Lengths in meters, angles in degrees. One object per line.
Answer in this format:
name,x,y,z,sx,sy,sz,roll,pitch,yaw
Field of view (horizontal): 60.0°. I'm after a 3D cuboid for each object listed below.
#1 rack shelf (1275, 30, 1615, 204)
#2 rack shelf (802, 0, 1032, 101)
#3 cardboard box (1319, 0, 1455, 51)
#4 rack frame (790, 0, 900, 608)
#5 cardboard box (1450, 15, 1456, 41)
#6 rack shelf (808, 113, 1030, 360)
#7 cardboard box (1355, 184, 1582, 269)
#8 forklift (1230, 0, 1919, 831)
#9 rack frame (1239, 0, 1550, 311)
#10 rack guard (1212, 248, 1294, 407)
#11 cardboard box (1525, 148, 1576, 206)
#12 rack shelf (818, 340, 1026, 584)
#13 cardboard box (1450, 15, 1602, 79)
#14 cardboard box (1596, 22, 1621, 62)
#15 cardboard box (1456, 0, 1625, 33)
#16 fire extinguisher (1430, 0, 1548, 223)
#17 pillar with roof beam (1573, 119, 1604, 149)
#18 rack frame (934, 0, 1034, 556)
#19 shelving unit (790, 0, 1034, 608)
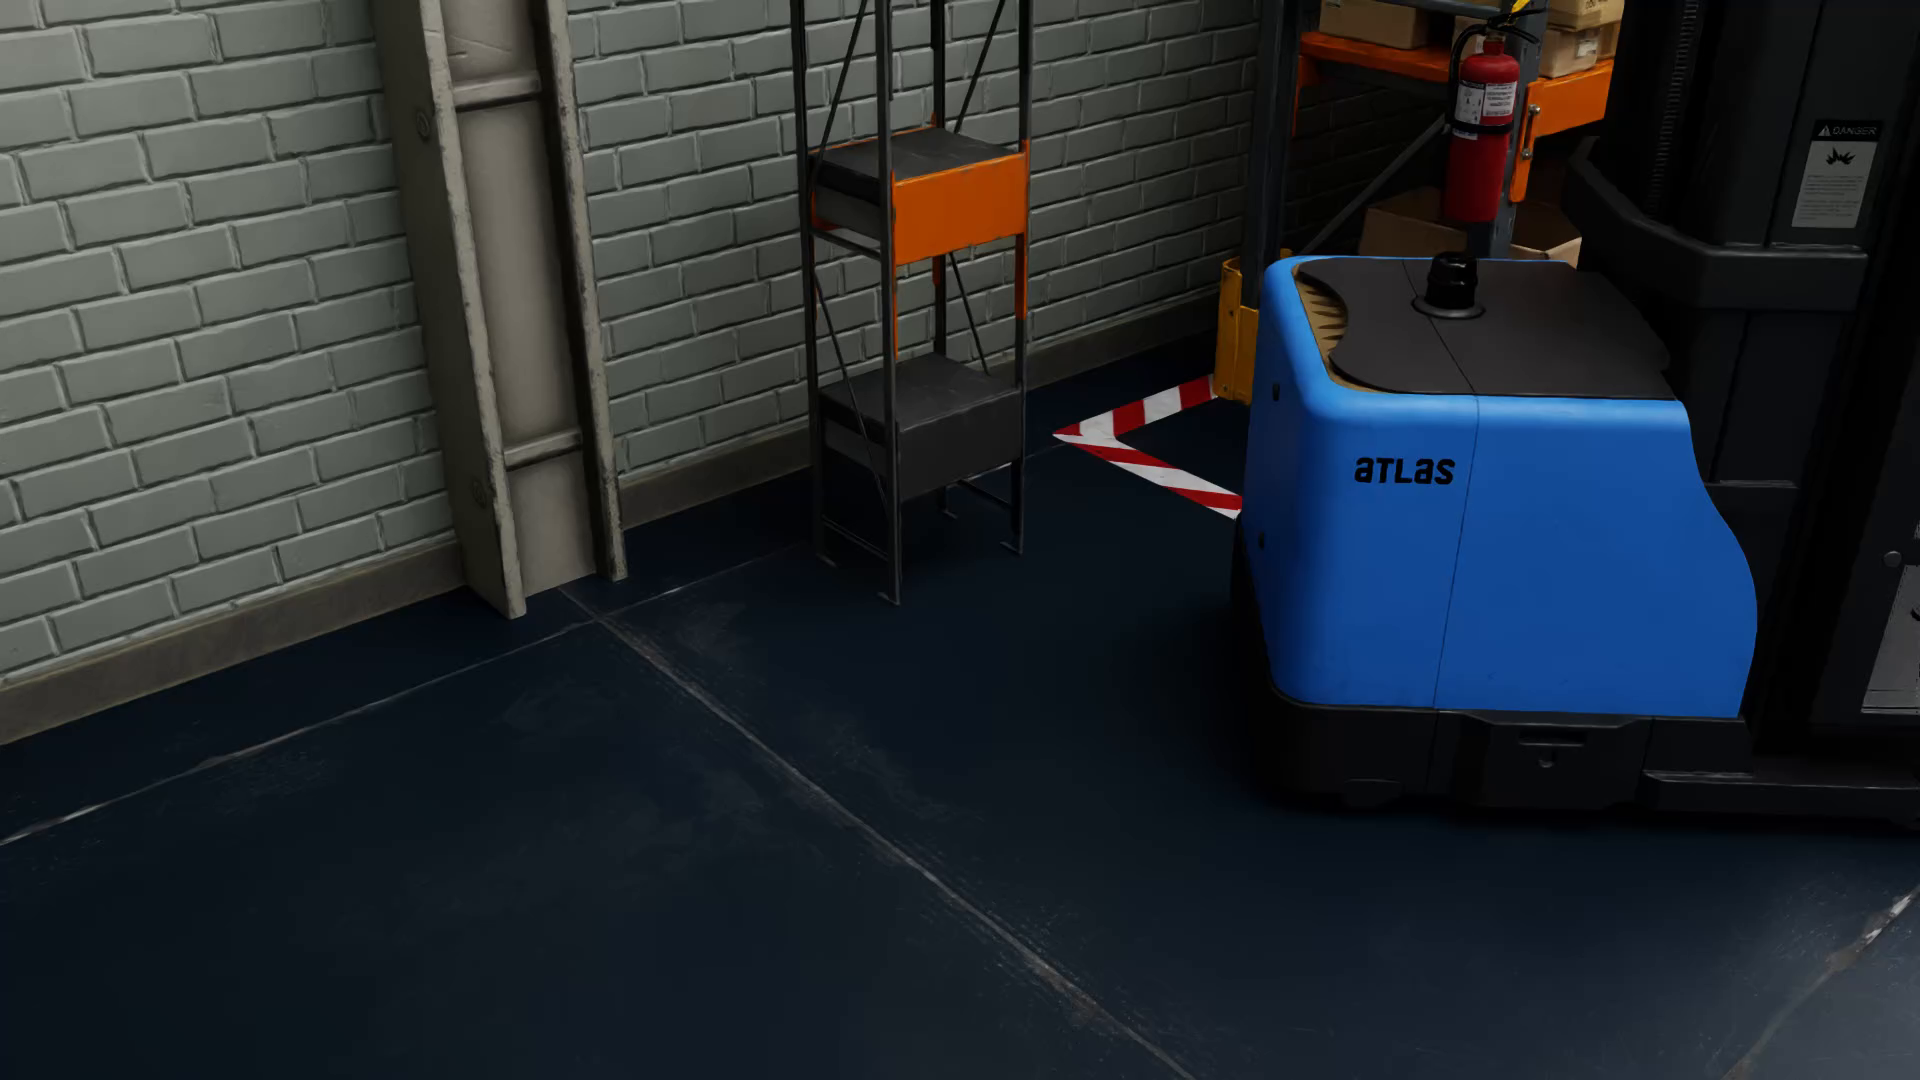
rack shelf,2.904,-2.003,6.579,4.000,0.370,1.077,-22,35,-35
rack shelf,-0.126,-1.481,4.337,0.480,0.518,0.431,-22,35,-35
cardboard box,1.461,-1.796,5.694,0.250,0.149,0.380,-22,35,-35
rack frame,-0.312,-0.801,4.521,0.015,2.100,0.400,-22,35,-35
cardboard box,1.694,-1.851,5.798,0.250,0.149,0.380,-21,34,-34
rack shelf,-0.126,-0.863,4.667,0.480,0.518,0.431,-22,35,-35
cardboard box,1.910,-0.946,6.041,0.637,0.503,0.797,-24,36,-37
forklift,2.269,-0.836,3.705,3.031,2.935,1.130,2,28,3
rack frame,1.383,-1.709,5.265,0.127,3.000,1.000,-22,35,-35
rack guard,1.441,-0.630,5.898,0.348,0.500,1.175,-22,35,-35
cardboard box,2.585,-1.192,6.505,0.500,0.500,0.700,-20,34,-33
rack shelf,-0.126,-0.246,4.997,0.480,0.518,0.431,-22,35,-35
cardboard box,1.811,-1.600,5.328,0.250,0.149,0.380,-22,35,-35
cardboard box,1.974,-1.694,5.505,0.250,0.149,0.380,-21,35,-34
cardboard box,1.903,-1.816,5.309,0.500,0.250,0.500,-22,35,-35
fire extinguisher,1.571,-1.299,4.977,0.183,0.674,0.296,-22,35,-35
pillar with roof beam,6.105,-4.145,3.458,0.400,9.000,9.100,-22,35,-35
rack frame,0.060,-0.950,4.800,0.015,2.100,0.400,-22,35,-35
shelving unit,-0.126,-0.875,4.660,0.503,2.100,0.431,-22,35,-35
